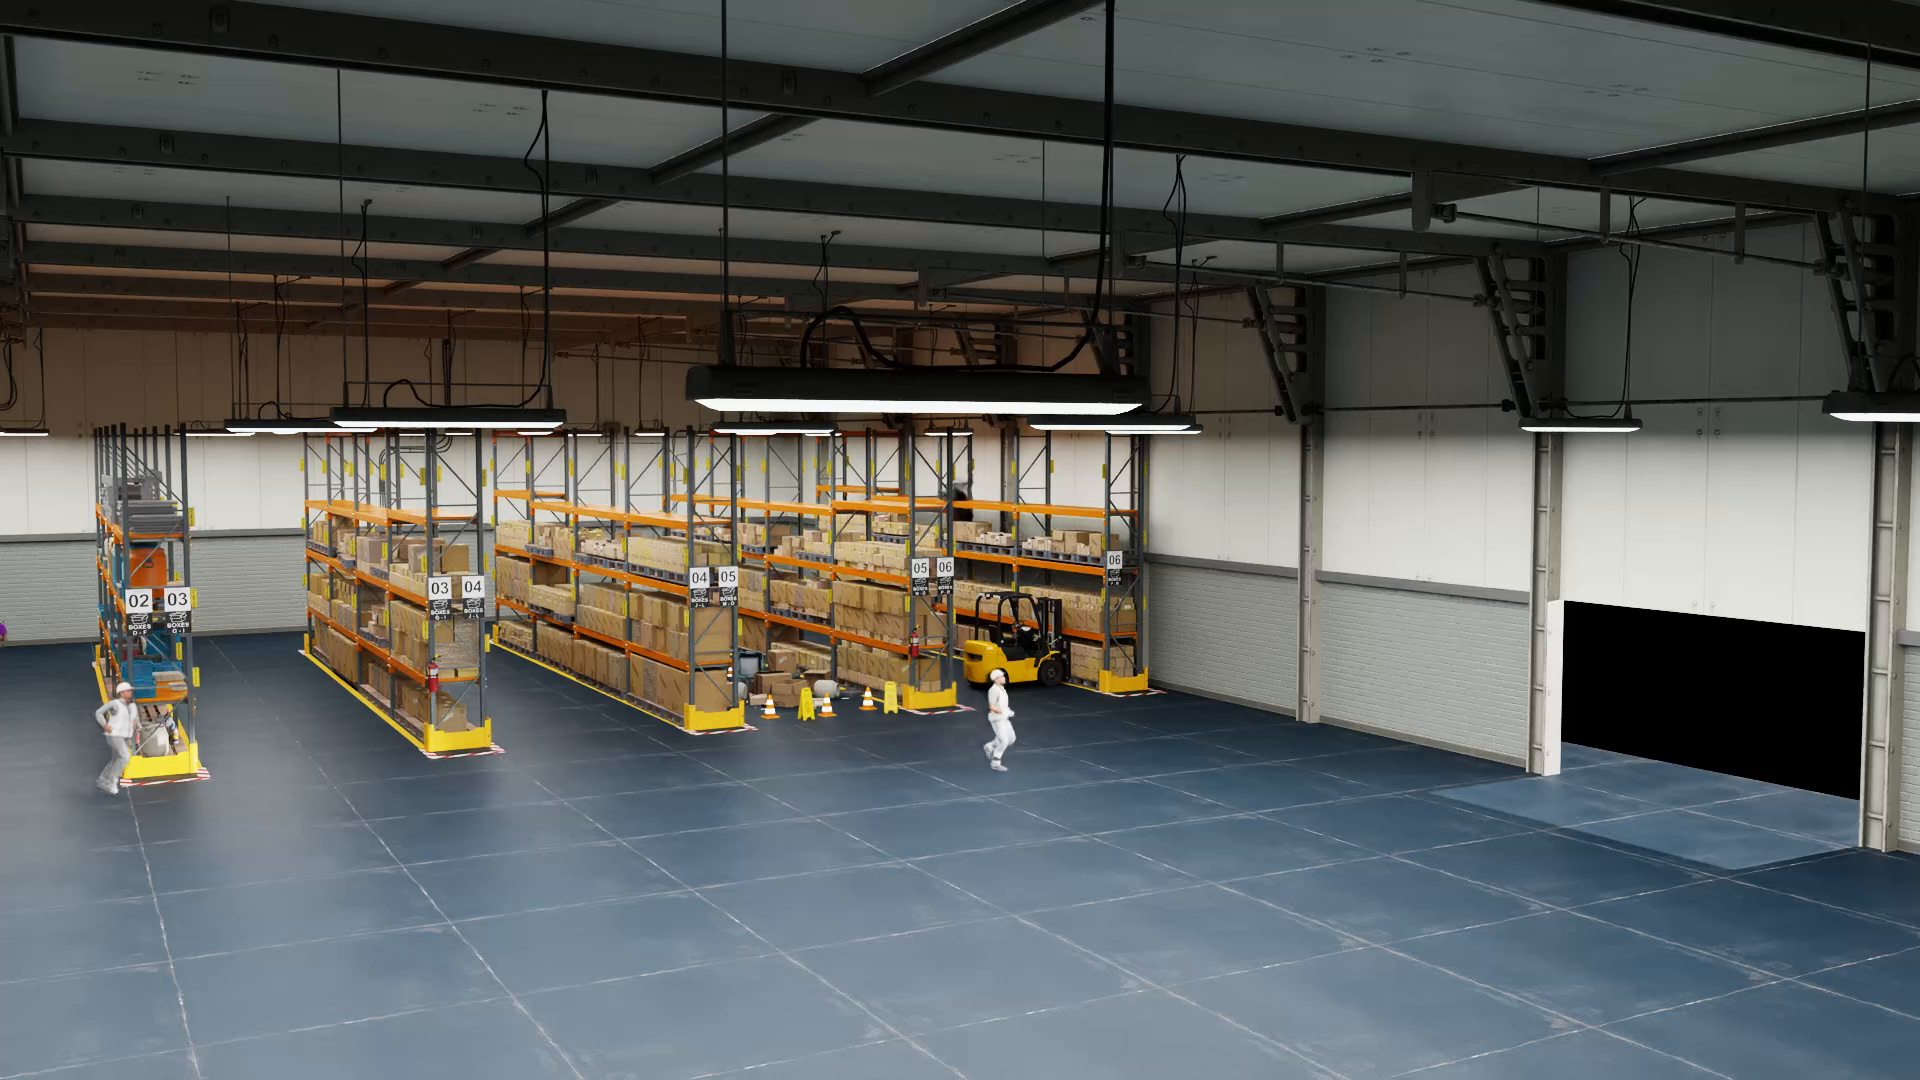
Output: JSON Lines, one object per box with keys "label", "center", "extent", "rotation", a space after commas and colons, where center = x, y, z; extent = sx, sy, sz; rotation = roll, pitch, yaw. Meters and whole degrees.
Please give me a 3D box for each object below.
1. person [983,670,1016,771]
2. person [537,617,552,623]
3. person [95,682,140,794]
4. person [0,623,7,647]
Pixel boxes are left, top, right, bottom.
{"label": "person", "center": [0.677, 3.108, 28.753], "extent": [0.609, 1.741, 0.700], "rotation": [1, 4, 16]}
{"label": "person", "center": [-12.128, 1.936, 48.755], "extent": [0.775, 1.754, 0.584], "rotation": [-2, 4, -25]}
{"label": "person", "center": [-13.720, 3.214, 27.125], "extent": [0.667, 1.774, 0.685], "rotation": [1, 4, 12]}
{"label": "person", "center": [-22.369, 2.525, 38.370], "extent": [0.668, 1.809, 0.829], "rotation": [-3, 5, -42]}
